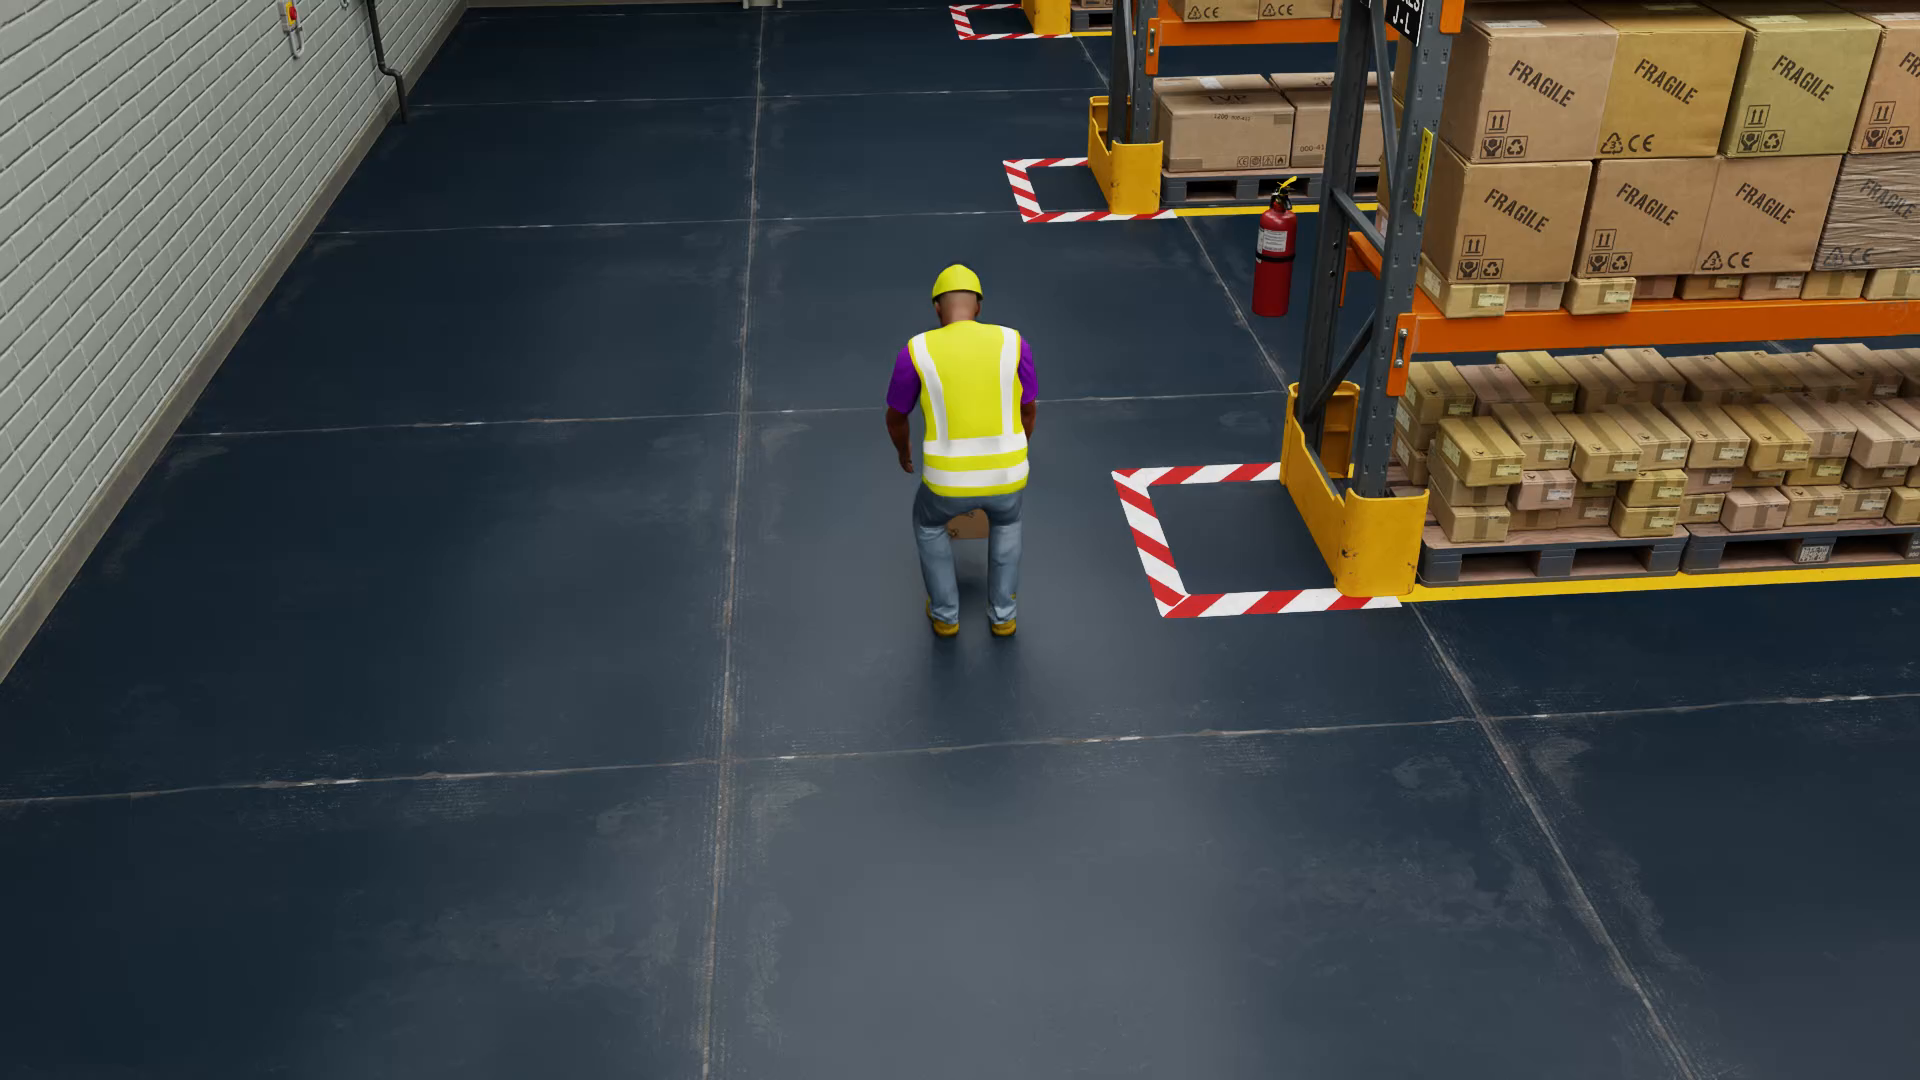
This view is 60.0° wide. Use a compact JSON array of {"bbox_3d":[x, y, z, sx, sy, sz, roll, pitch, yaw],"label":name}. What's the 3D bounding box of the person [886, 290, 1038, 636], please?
[{"bbox_3d":[0.012,-0.311,6.878,0.625,1.511,0.632,-2,31,-4],"label":"person"}]
